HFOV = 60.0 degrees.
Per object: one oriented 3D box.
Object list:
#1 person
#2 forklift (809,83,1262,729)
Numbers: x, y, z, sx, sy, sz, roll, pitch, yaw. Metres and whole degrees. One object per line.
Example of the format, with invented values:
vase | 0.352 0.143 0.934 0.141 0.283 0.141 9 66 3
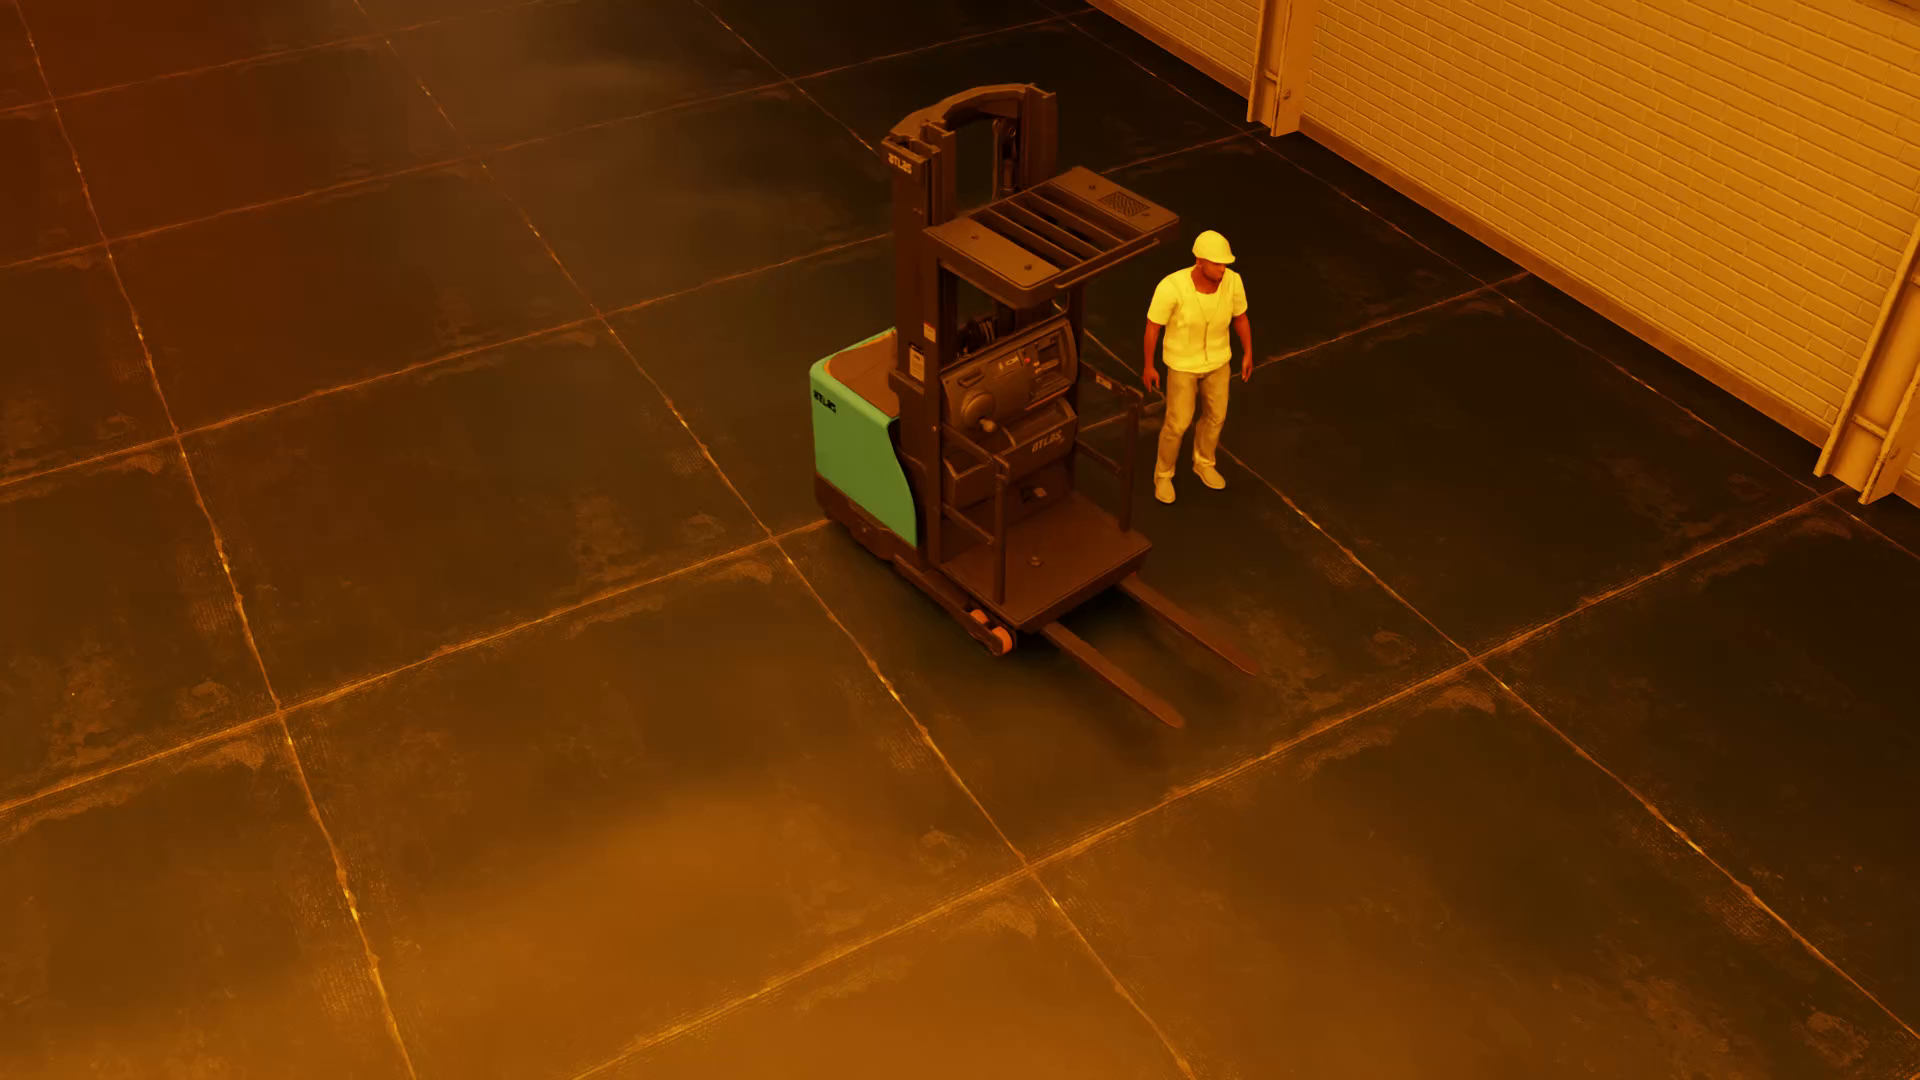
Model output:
person | 1.481 -1.079 10.254 0.708 1.764 0.478 -11 41 -13
forklift | 0.421 -0.833 9.041 1.130 2.935 3.031 -29 48 -30
